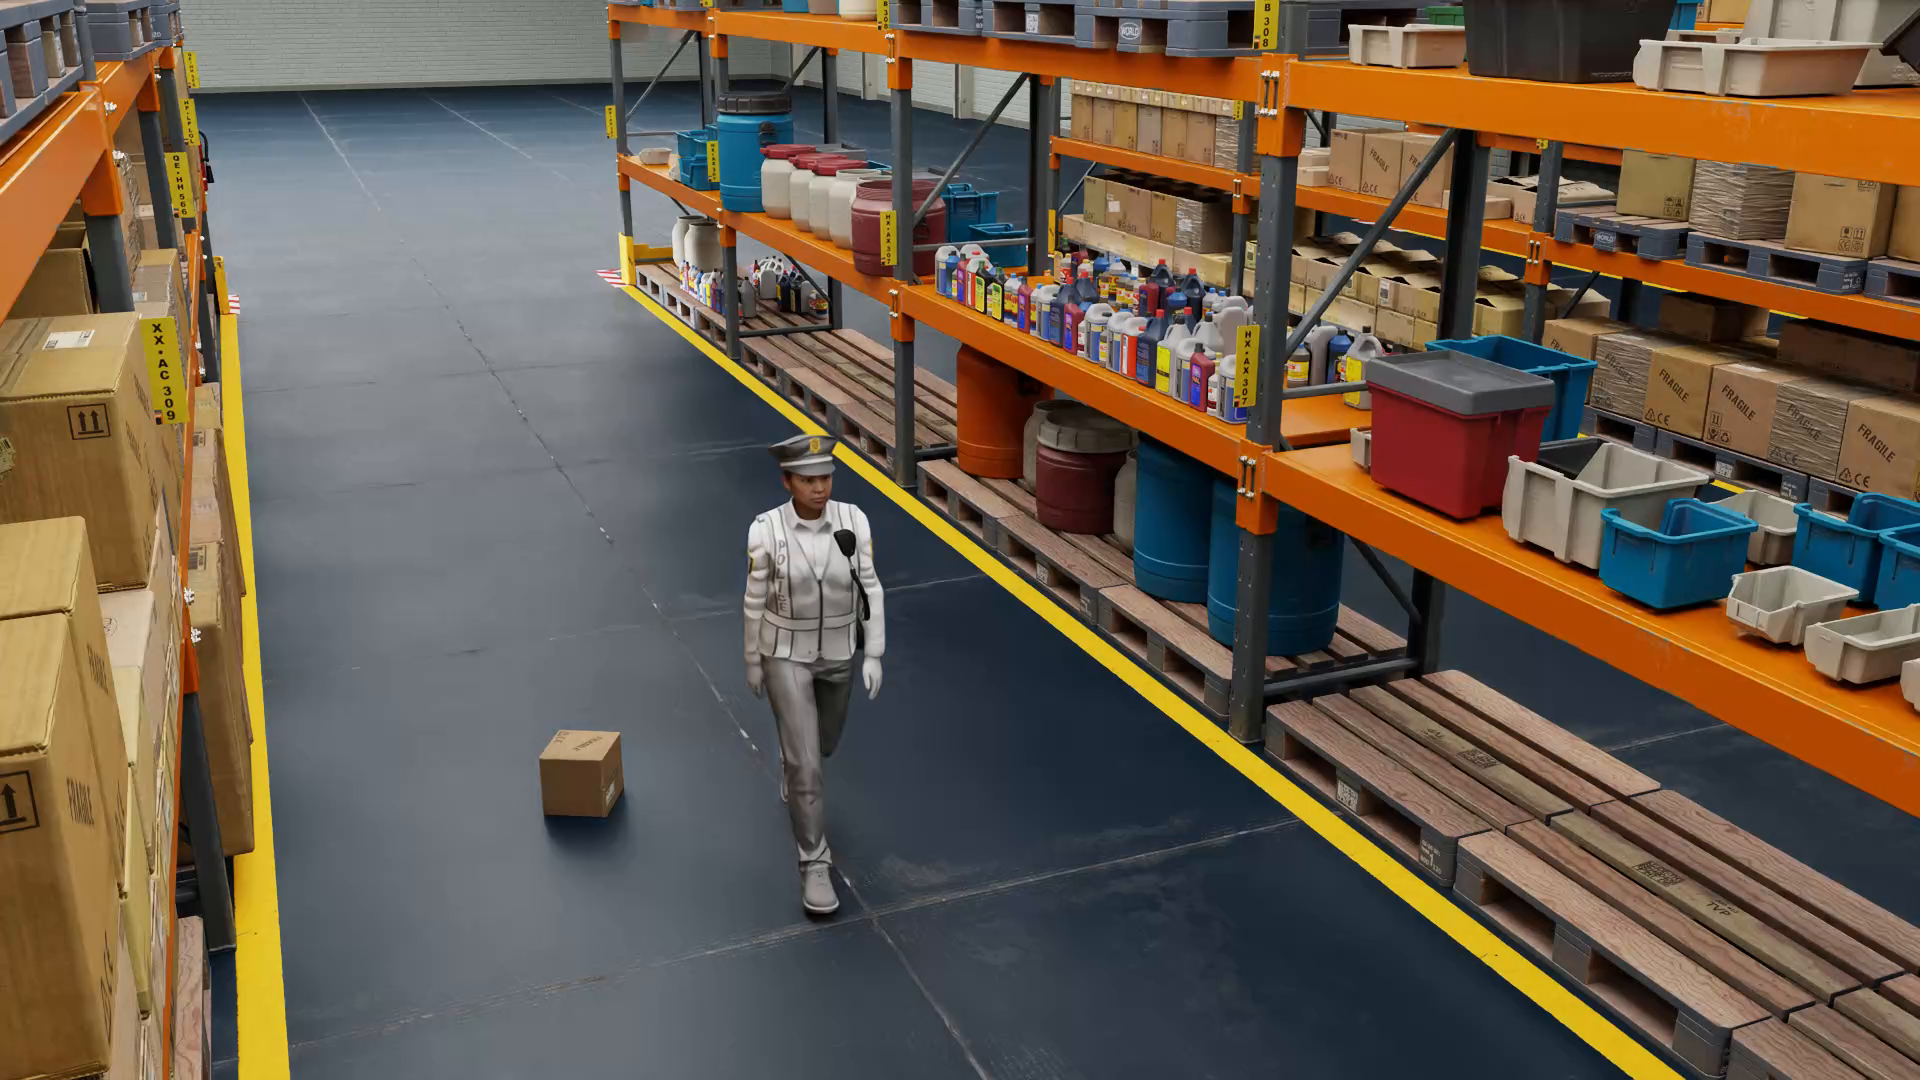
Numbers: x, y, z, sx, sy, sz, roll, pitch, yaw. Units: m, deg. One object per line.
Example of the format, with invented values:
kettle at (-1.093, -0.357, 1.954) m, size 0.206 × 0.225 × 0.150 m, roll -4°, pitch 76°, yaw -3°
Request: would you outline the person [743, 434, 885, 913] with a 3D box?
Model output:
person at (-0.524, 0.375, 5.942) m, size 0.488 × 1.631 × 0.969 m, roll -8°, pitch 20°, yaw -21°
